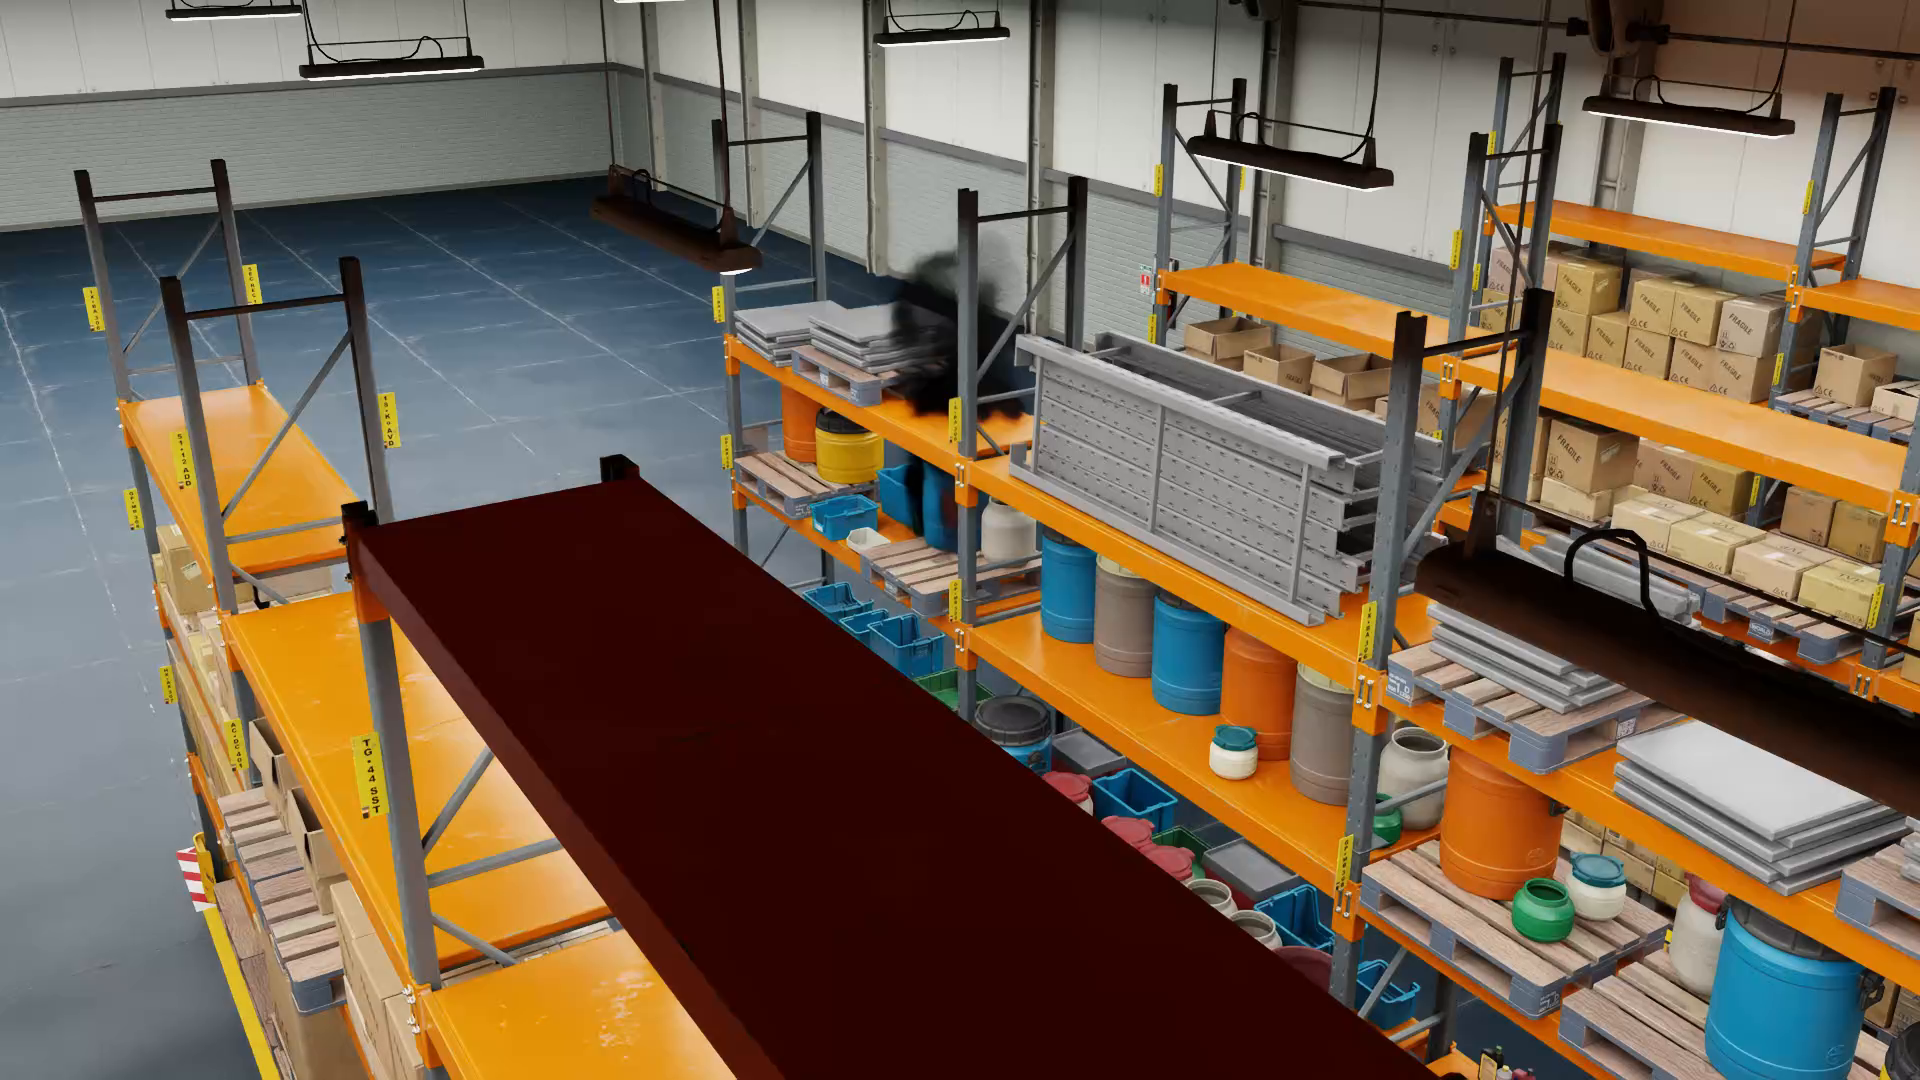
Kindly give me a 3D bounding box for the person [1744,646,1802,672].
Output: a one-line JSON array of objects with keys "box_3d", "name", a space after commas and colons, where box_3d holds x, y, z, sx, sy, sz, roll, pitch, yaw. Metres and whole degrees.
[{"box_3d": [7.289, 1.447, 15.417, 0.670, 1.783, 0.661, -17, 28, -37], "name": "person"}]
